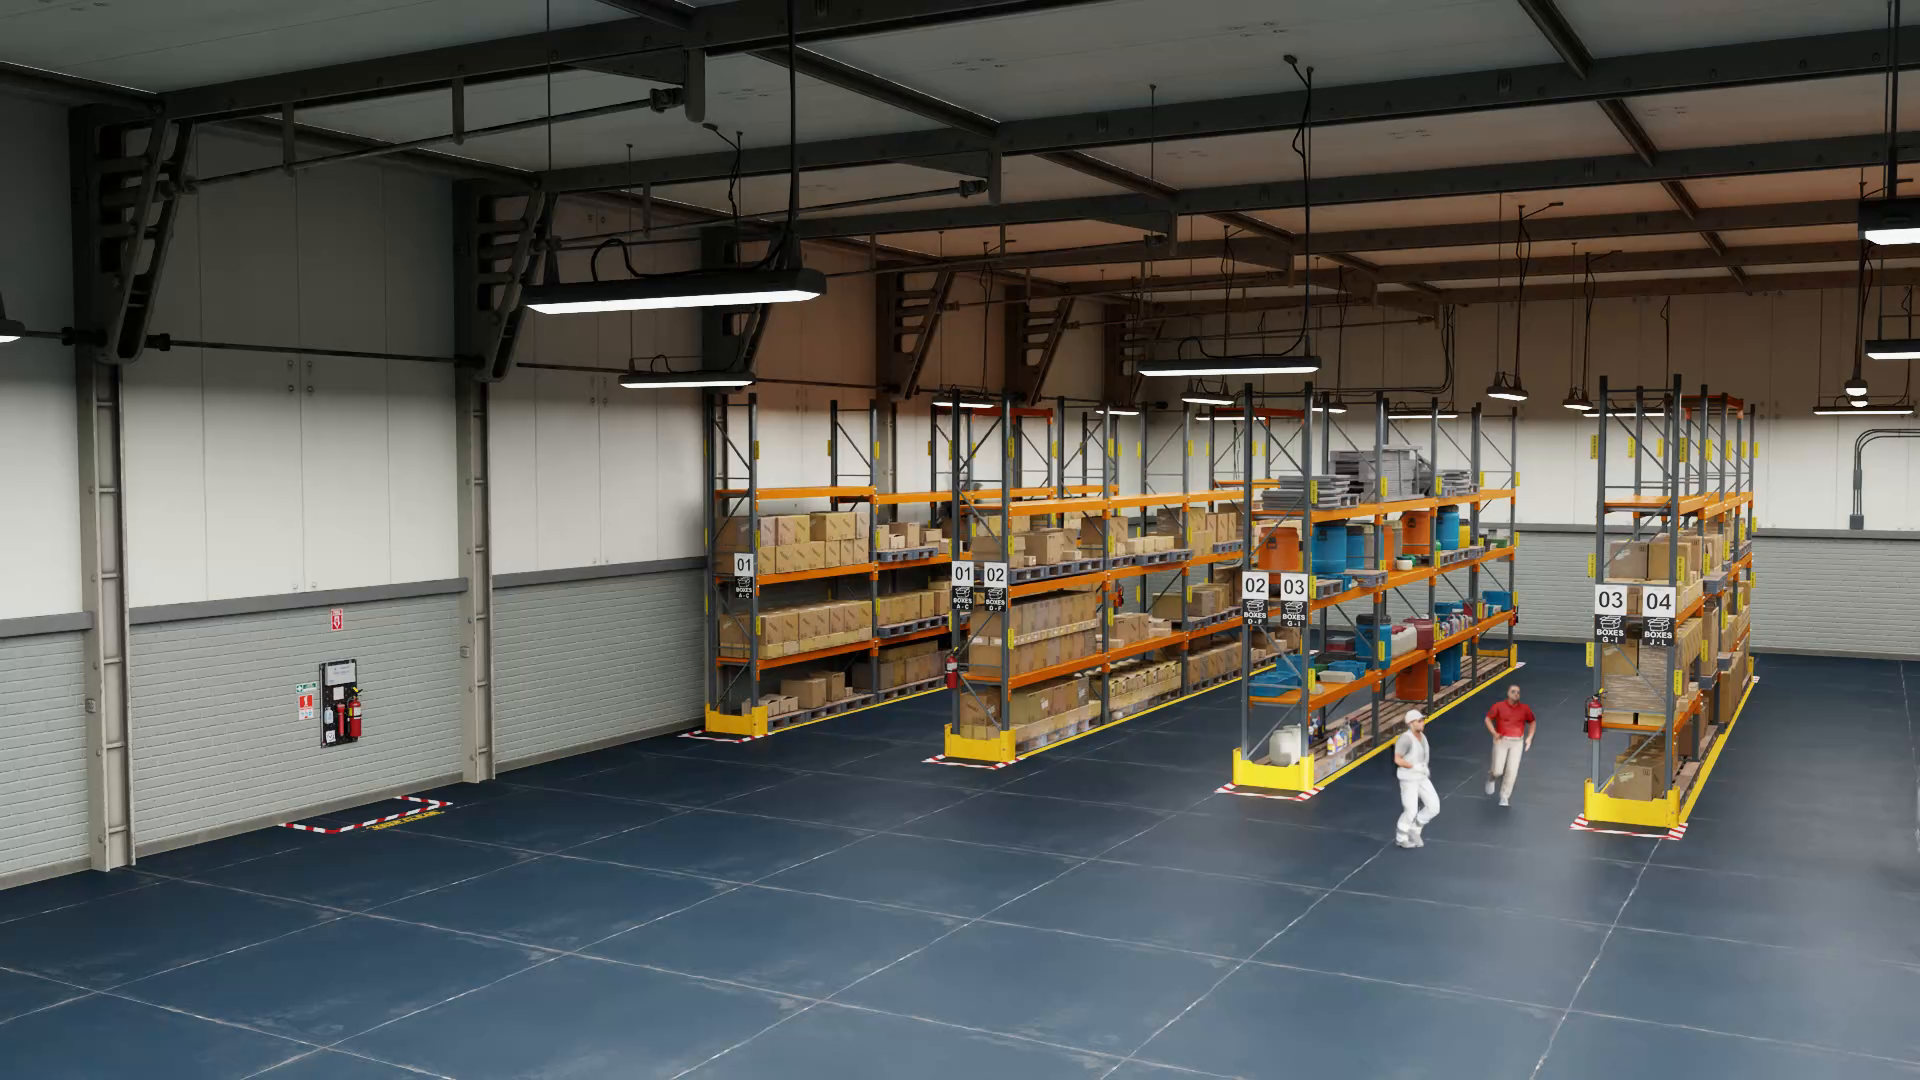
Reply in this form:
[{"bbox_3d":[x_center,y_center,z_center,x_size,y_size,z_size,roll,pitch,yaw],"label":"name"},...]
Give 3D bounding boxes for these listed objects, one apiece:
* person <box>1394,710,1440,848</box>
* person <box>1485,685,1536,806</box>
[{"bbox_3d":[5.693,2.993,20.720,0.657,1.751,0.624,-2,4,-34],"label":"person"},{"bbox_3d":[7.813,2.889,23.593,0.708,1.683,0.716,0,3,8],"label":"person"}]
